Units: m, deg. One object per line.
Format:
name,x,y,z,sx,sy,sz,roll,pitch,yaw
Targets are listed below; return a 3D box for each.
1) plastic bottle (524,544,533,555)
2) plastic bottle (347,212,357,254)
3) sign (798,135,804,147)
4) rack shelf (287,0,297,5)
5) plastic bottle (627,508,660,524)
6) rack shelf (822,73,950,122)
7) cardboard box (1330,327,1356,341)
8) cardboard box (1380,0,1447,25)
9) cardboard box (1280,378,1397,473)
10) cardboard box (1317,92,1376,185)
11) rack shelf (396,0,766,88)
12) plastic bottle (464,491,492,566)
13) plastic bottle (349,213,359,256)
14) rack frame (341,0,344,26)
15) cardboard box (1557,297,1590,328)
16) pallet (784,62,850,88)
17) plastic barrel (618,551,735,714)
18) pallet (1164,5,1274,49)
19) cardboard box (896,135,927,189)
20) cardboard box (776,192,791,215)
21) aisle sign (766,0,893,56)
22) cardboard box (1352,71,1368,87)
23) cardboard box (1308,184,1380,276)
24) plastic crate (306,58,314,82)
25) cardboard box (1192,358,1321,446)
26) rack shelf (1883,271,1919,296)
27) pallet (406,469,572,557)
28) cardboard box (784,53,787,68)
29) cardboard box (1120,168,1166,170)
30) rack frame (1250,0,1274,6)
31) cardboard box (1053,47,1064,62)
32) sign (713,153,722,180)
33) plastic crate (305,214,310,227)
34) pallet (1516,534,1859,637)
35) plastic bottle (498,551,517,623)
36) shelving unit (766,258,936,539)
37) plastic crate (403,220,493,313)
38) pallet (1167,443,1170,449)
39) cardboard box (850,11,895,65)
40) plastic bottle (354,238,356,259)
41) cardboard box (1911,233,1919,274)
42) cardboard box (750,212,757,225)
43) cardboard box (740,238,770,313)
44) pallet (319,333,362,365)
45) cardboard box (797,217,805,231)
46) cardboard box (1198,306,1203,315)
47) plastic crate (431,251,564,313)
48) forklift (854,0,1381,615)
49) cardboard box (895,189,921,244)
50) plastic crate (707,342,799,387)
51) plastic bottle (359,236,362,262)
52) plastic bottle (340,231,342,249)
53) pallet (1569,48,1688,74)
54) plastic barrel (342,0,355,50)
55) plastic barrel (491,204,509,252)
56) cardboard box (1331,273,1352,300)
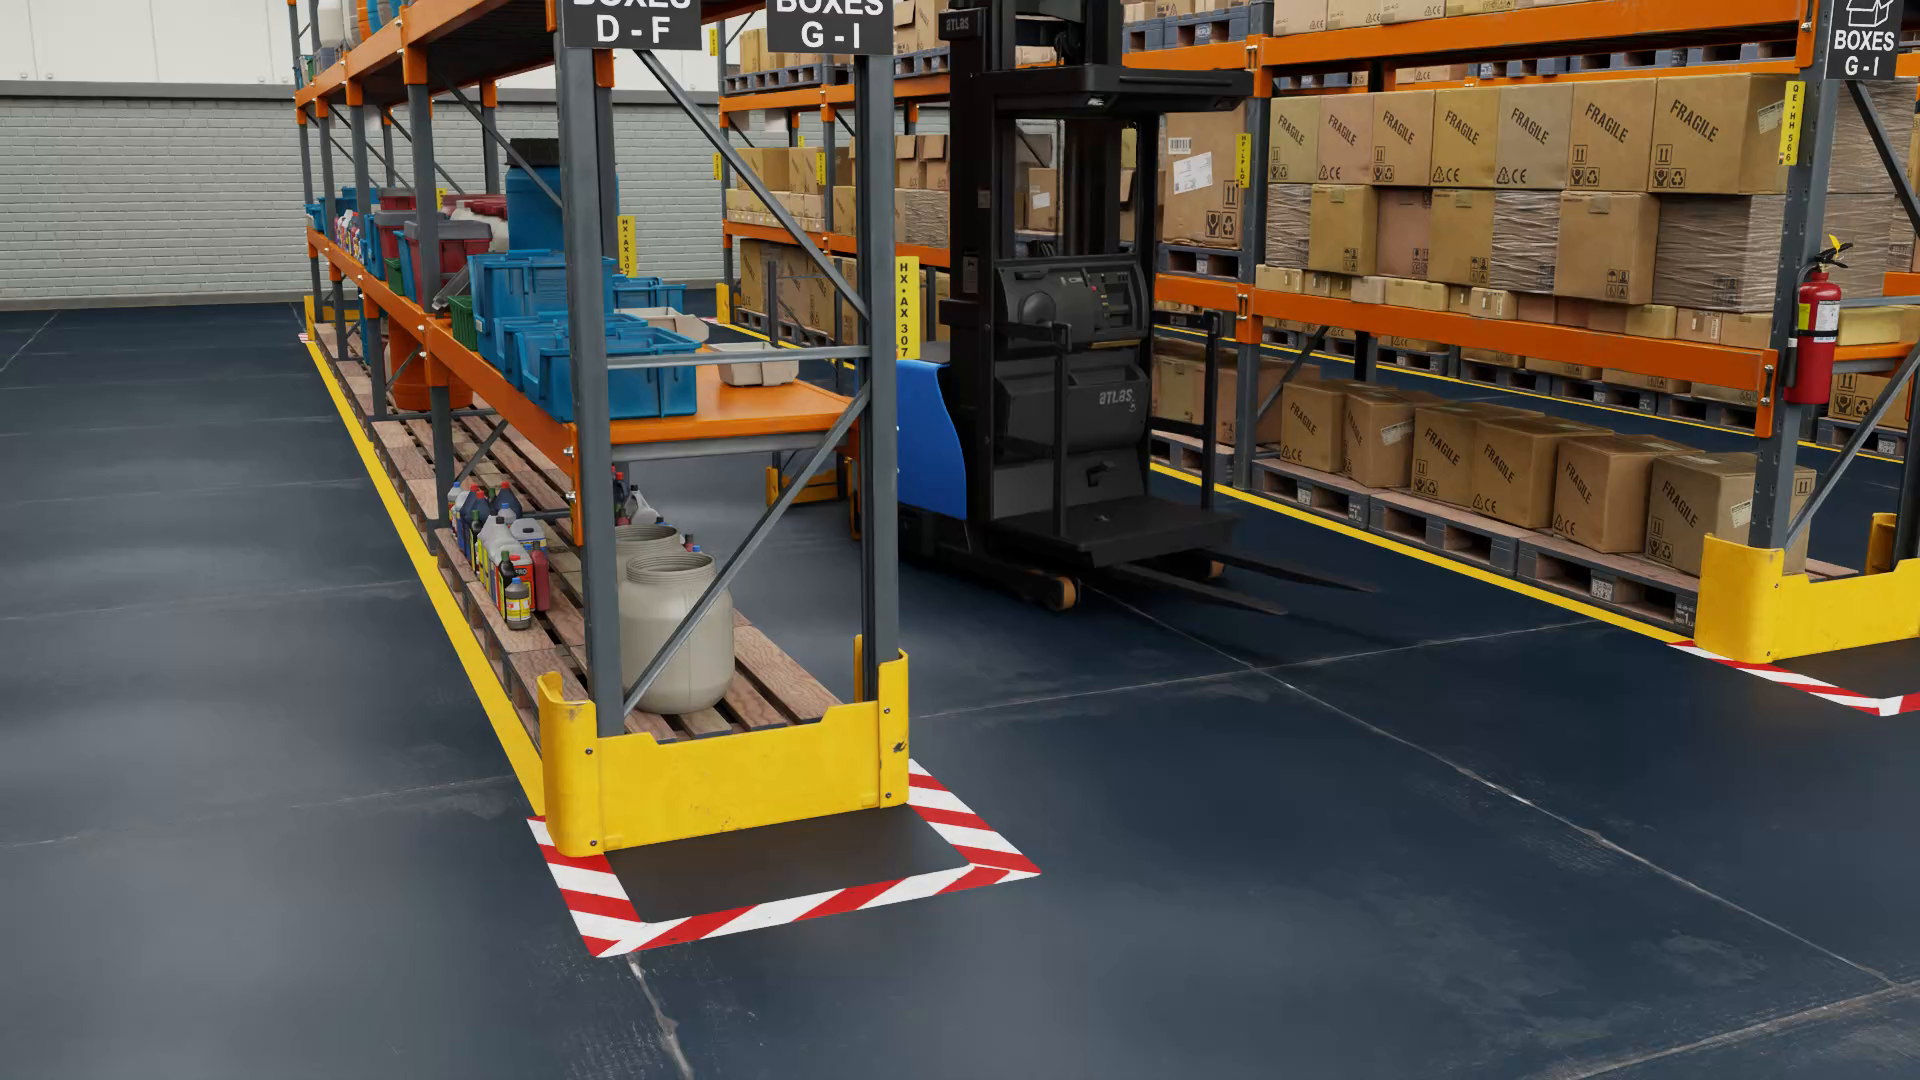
plastic bottle,-1.928,0.119,7.435,0.097,0.201,0.097,0,13,0
plastic bottle,-5.051,-2.566,13.913,0.144,0.351,0.185,-6,14,-23
sign,-2.050,-5.032,21.366,0.100,0.325,0.005,-6,14,-23
rack shelf,-6.290,-5.823,17.056,1.077,0.370,4.000,-6,14,-23
plastic bottle,-1.495,-0.020,7.868,0.152,0.276,0.135,-5,14,-22
rack shelf,-0.150,-4.178,15.711,1.077,0.370,4.000,-6,14,-23
cardboard box,4.302,-2.395,17.679,0.500,0.500,0.500,-6,14,-25
cardboard box,2.605,-2.887,8.871,0.500,0.250,0.500,-6,14,-25
cardboard box,2.377,-0.728,10.474,0.500,0.500,0.500,-6,14,-25
cardboard box,2.403,-2.289,9.508,0.500,0.500,0.500,-6,14,-23
rack shelf,-1.483,-2.078,6.637,1.077,0.370,4.000,-6,14,-23
plastic bottle,-2.266,-0.060,7.877,0.144,0.351,0.185,-6,14,-25
plastic bottle,-4.923,-2.500,13.629,0.144,0.351,0.185,-6,14,-23
rack frame,-3.887,-5.129,11.574,1.000,3.000,0.127,-6,14,-23
cardboard box,3.158,-1.126,8.139,0.380,0.149,0.250,-6,14,-23
pallet,-1.269,-5.068,18.160,1.003,0.211,1.213,-6,14,-23
plastic barrel,-1.016,0.325,5.899,0.421,0.512,0.421,0,13,0
pallet,2.104,-3.334,10.888,1.213,0.211,1.003,-6,14,-23
cardboard box,-0.160,-3.616,15.896,0.797,0.503,0.637,-5,14,-21
cardboard box,-1.782,-3.832,18.945,0.500,0.250,0.500,-5,14,-22
aisle sign,-0.385,-1.832,4.866,0.394,0.787,0.004,-6,14,-23
cardboard box,4.366,-4.892,16.979,0.500,0.500,0.500,-6,14,-23
cardboard box,2.545,-1.816,9.682,0.875,0.500,0.500,-6,14,-23
plastic crate,-5.936,-4.451,15.767,0.450,0.188,0.662,-6,14,-23
cardboard box,2.028,-0.953,11.401,0.700,0.500,0.500,-7,15,-27
rack shelf,7.640,-1.491,10.754,1.077,0.370,4.000,-6,14,-23
pallet,-2.635,-0.180,9.680,1.003,0.211,1.213,-6,14,-23
cardboard box,-1.610,-5.632,19.024,0.700,0.500,0.500,-5,14,-20
cardboard box,1.220,-2.693,13.199,0.700,0.500,0.500,-3,13,-15
rack frame,2.254,-4.750,9.936,1.000,3.000,0.127,-6,14,-23
cardboard box,1.027,-3.710,12.429,0.500,0.250,0.500,-5,14,-22
sign,-3.064,-4.718,21.006,0.100,0.325,0.005,-6,14,-23
plastic crate,-7.241,-3.605,18.747,0.250,0.136,0.298,-6,14,-23
pallet,3.533,0.171,8.163,1.003,0.211,1.213,-6,14,-23
plastic bottle,-1.883,0.193,6.931,0.061,0.283,0.133,-5,14,-22
shelving unit,-0.649,-0.873,9.817,0.587,1.500,1.083,-9,16,-34
plastic crate,-2.759,-1.483,8.985,0.402,0.464,0.583,-6,14,-23
pallet,1.448,-0.882,12.712,1.003,0.211,1.213,-6,14,-23
cardboard box,-0.709,-5.076,16.843,0.700,0.500,0.500,-5,14,-22
plastic bottle,-4.796,-2.348,13.305,0.097,0.201,0.097,0,13,0
cardboard box,7.239,-2.141,11.634,0.875,0.550,0.550,-6,14,-23
cardboard box,-2.300,-3.869,19.990,0.380,0.149,0.250,-6,14,-24
cardboard box,-2.223,-3.351,20.976,0.875,0.875,0.875,-6,14,-23
pallet,-6.312,-2.075,17.867,1.003,0.211,1.213,-6,14,-23
cardboard box,-1.579,-3.497,18.385,0.380,0.149,0.250,-6,14,-24
cardboard box,3.138,-2.834,20.355,0.380,0.149,0.250,-5,14,-21
plastic crate,-2.191,-1.230,8.169,0.767,0.338,0.504,-6,14,-23
forklift,0.701,-1.215,8.119,1.130,2.935,3.031,-10,16,-36
cardboard box,-0.382,-3.098,15.880,0.500,0.500,0.500,-5,14,-22
plastic crate,-0.746,-0.639,6.063,0.298,0.136,0.250,-6,14,-23
plastic bottle,-4.532,-2.242,12.664,0.061,0.283,0.133,-6,14,-23
plastic bottle,-5.446,-2.684,14.753,0.097,0.201,0.097,0,13,0
pallet,5.994,-4.091,14.160,1.003,0.211,1.213,-5,14,-20
plastic barrel,-4.043,-3.630,11.502,0.421,0.512,0.421,0,13,0
plastic barrel,-2.467,-1.664,9.604,0.433,0.535,0.433,0,13,0
cardboard box,2.387,-1.480,9.671,0.380,0.149,0.250,-6,14,-23
